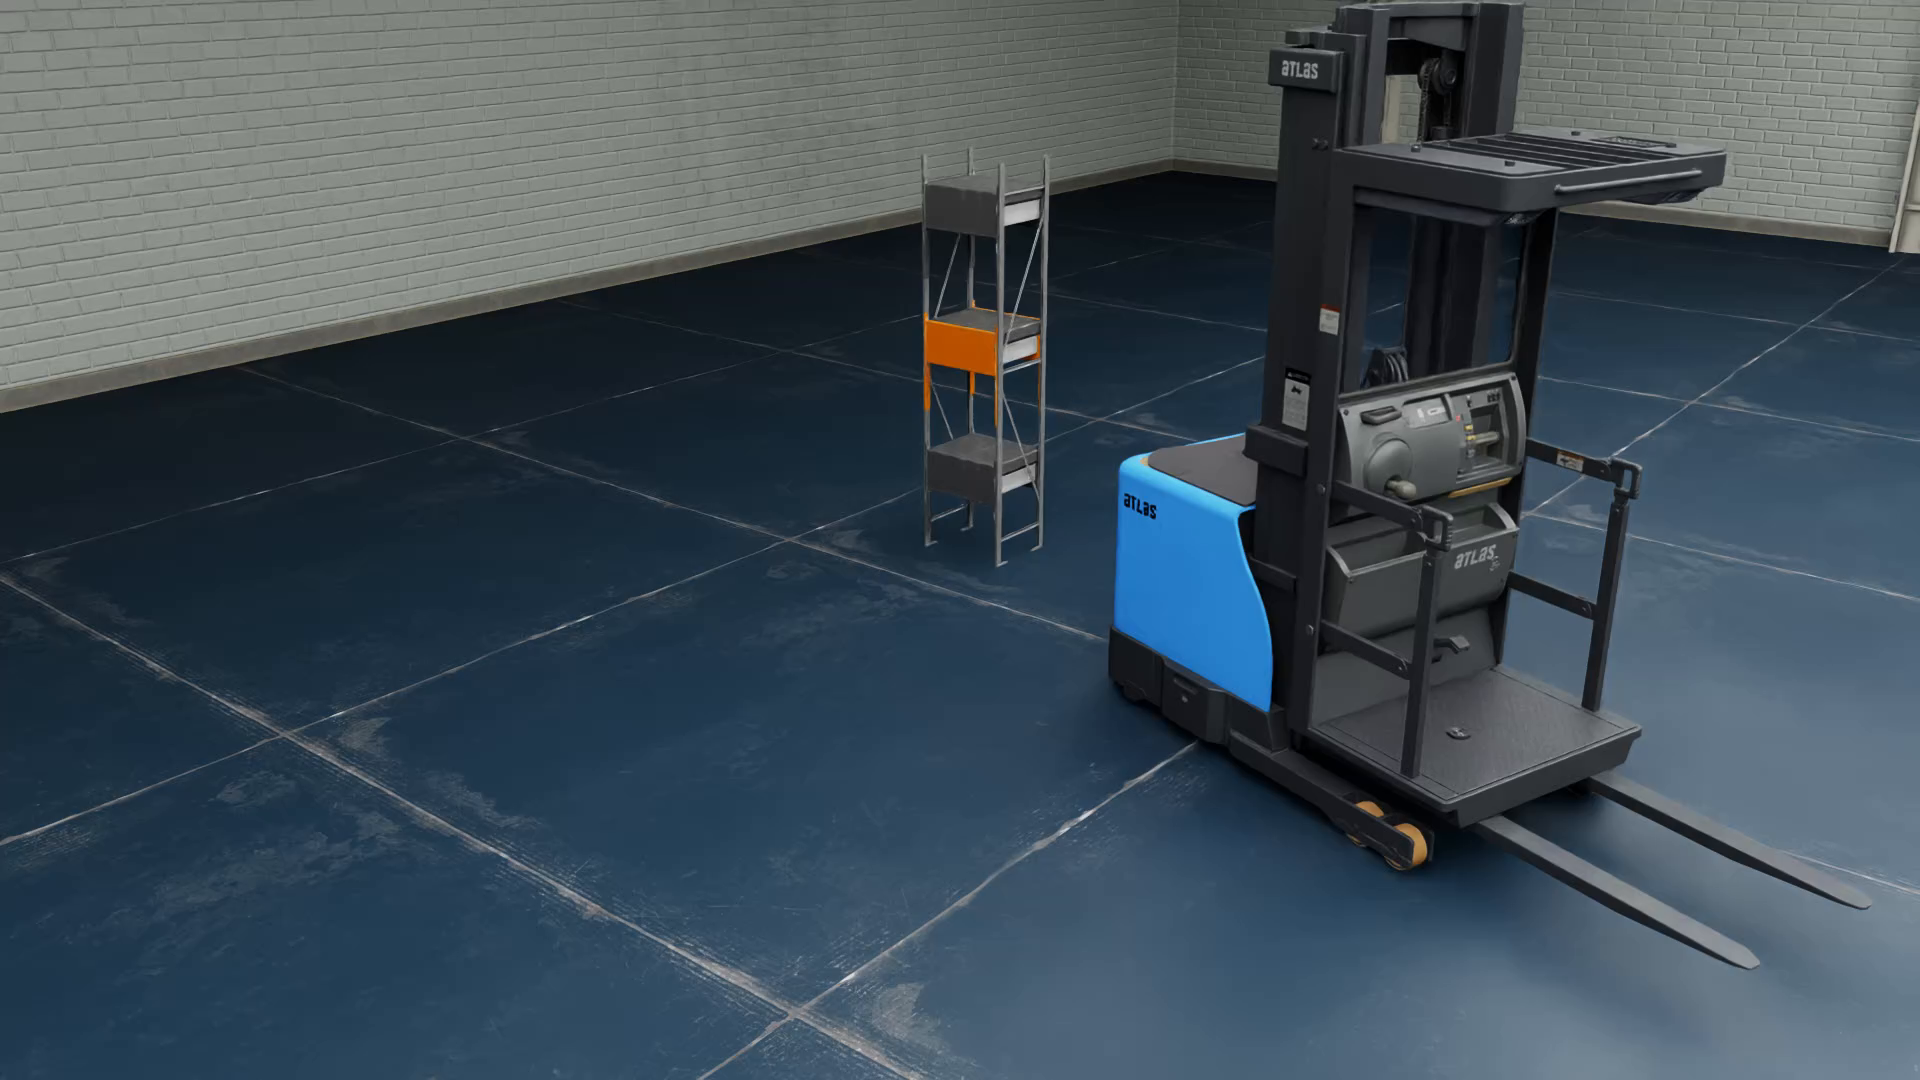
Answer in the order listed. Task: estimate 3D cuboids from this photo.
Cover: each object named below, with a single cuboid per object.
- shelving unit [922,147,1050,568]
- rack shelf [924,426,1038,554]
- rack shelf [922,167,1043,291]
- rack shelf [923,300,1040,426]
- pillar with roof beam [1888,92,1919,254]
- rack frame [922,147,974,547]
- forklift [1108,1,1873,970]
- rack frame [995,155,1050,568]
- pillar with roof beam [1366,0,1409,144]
[{"bbox_3d":[0.128,-0.946,8.700,0.503,2.100,0.431,16,26,36],"label":"shelving unit"},{"bbox_3d":[0.128,-0.278,8.952,0.480,0.518,0.431,16,26,36],"label":"rack shelf"},{"bbox_3d":[0.128,-1.588,8.458,0.480,0.518,0.431,16,26,36],"label":"rack shelf"},{"bbox_3d":[0.128,-0.933,8.705,0.480,0.518,0.431,16,26,36],"label":"rack shelf"},{"bbox_3d":[6.992,-5.969,12.242,0.400,9.000,9.100,16,26,36],"label":"pillar with roof beam"},{"bbox_3d":[-0.061,-1.000,8.844,0.015,2.100,0.400,16,26,36],"label":"rack frame"},{"bbox_3d":[1.874,-0.368,5.990,1.130,2.935,3.031,-13,24,-30],"label":"forklift"},{"bbox_3d":[0.317,-0.891,8.555,0.015,2.100,0.400,16,26,36],"label":"rack frame"},{"bbox_3d":[2.344,-7.307,15.792,0.400,9.000,9.100,16,26,36],"label":"pillar with roof beam"}]
